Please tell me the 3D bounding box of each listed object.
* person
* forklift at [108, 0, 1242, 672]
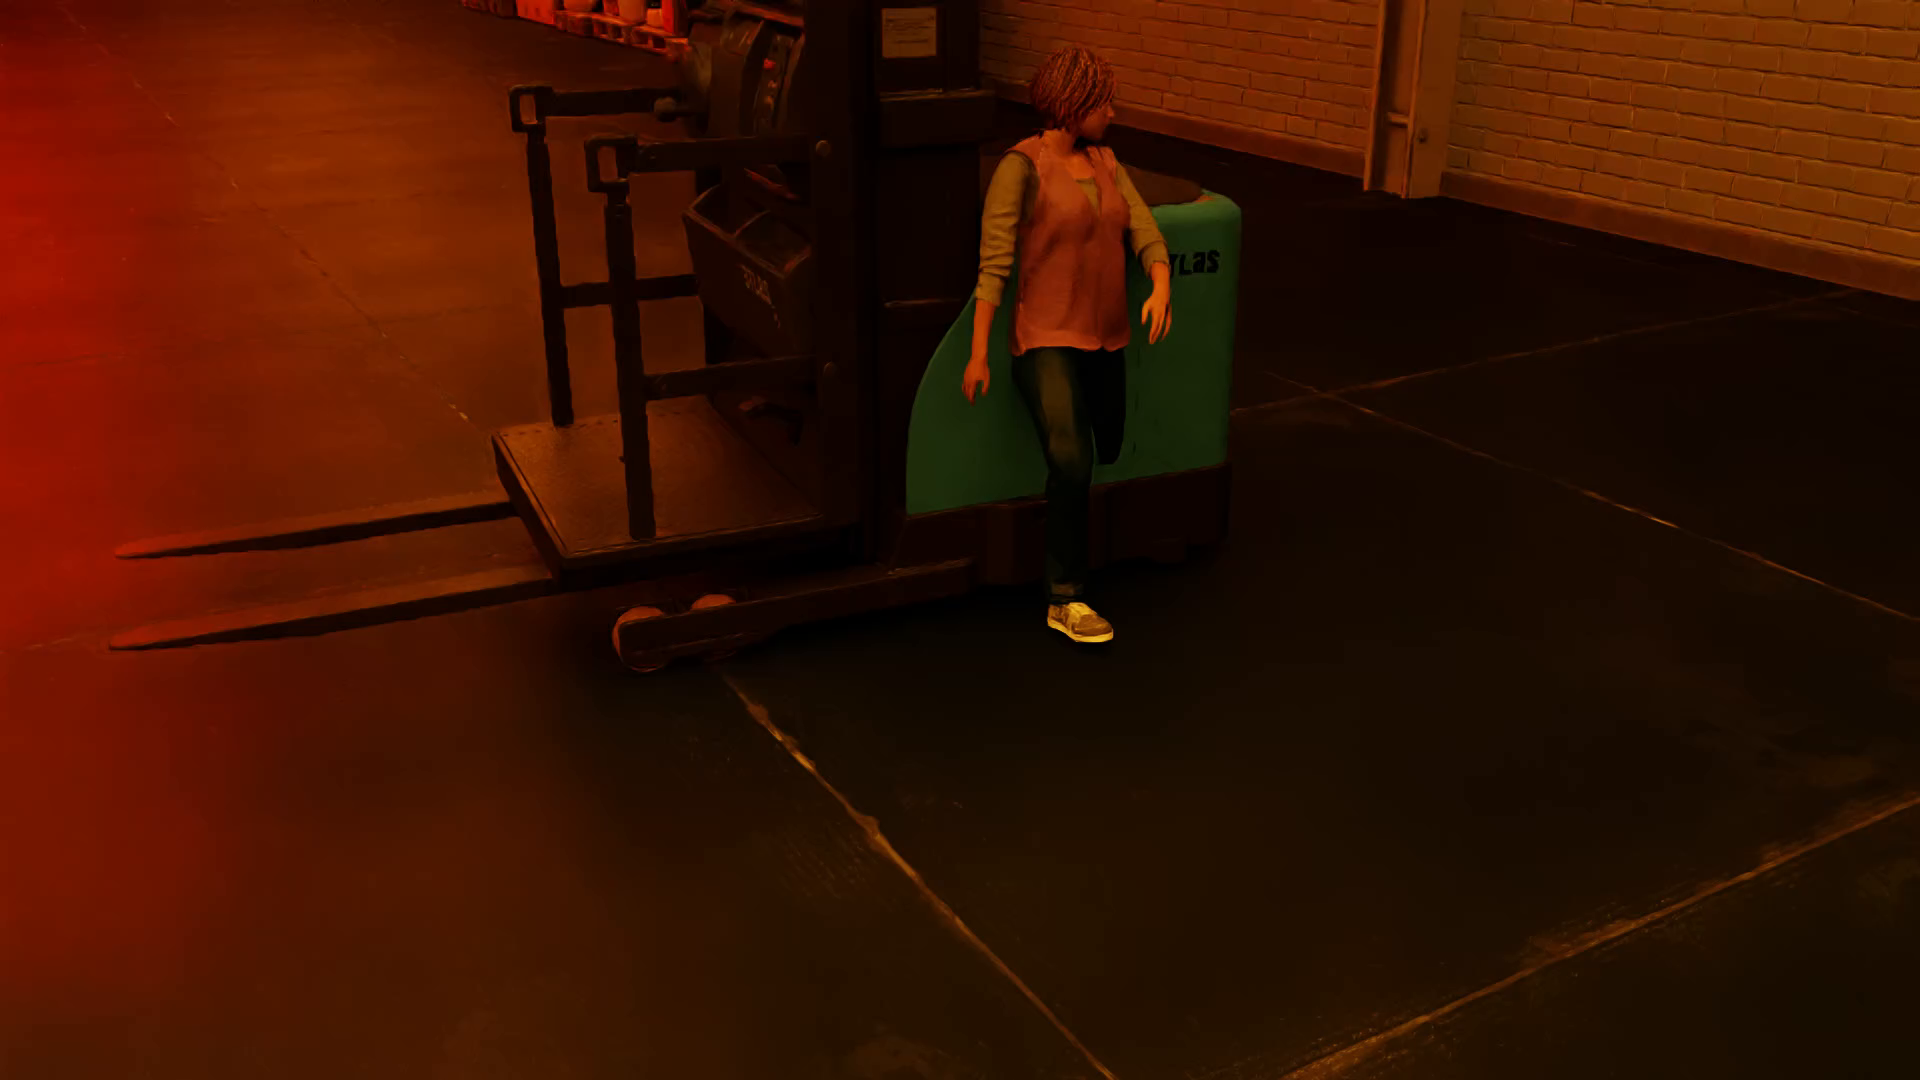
[{"bbox_3d":[0.249,-0.518,4.417,0.574,1.492,0.756,-21,30,-41],"label":"person"},{"bbox_3d":[-0.760,-1.243,4.303,3.031,2.935,1.130,-10,24,-22],"label":"forklift"}]
